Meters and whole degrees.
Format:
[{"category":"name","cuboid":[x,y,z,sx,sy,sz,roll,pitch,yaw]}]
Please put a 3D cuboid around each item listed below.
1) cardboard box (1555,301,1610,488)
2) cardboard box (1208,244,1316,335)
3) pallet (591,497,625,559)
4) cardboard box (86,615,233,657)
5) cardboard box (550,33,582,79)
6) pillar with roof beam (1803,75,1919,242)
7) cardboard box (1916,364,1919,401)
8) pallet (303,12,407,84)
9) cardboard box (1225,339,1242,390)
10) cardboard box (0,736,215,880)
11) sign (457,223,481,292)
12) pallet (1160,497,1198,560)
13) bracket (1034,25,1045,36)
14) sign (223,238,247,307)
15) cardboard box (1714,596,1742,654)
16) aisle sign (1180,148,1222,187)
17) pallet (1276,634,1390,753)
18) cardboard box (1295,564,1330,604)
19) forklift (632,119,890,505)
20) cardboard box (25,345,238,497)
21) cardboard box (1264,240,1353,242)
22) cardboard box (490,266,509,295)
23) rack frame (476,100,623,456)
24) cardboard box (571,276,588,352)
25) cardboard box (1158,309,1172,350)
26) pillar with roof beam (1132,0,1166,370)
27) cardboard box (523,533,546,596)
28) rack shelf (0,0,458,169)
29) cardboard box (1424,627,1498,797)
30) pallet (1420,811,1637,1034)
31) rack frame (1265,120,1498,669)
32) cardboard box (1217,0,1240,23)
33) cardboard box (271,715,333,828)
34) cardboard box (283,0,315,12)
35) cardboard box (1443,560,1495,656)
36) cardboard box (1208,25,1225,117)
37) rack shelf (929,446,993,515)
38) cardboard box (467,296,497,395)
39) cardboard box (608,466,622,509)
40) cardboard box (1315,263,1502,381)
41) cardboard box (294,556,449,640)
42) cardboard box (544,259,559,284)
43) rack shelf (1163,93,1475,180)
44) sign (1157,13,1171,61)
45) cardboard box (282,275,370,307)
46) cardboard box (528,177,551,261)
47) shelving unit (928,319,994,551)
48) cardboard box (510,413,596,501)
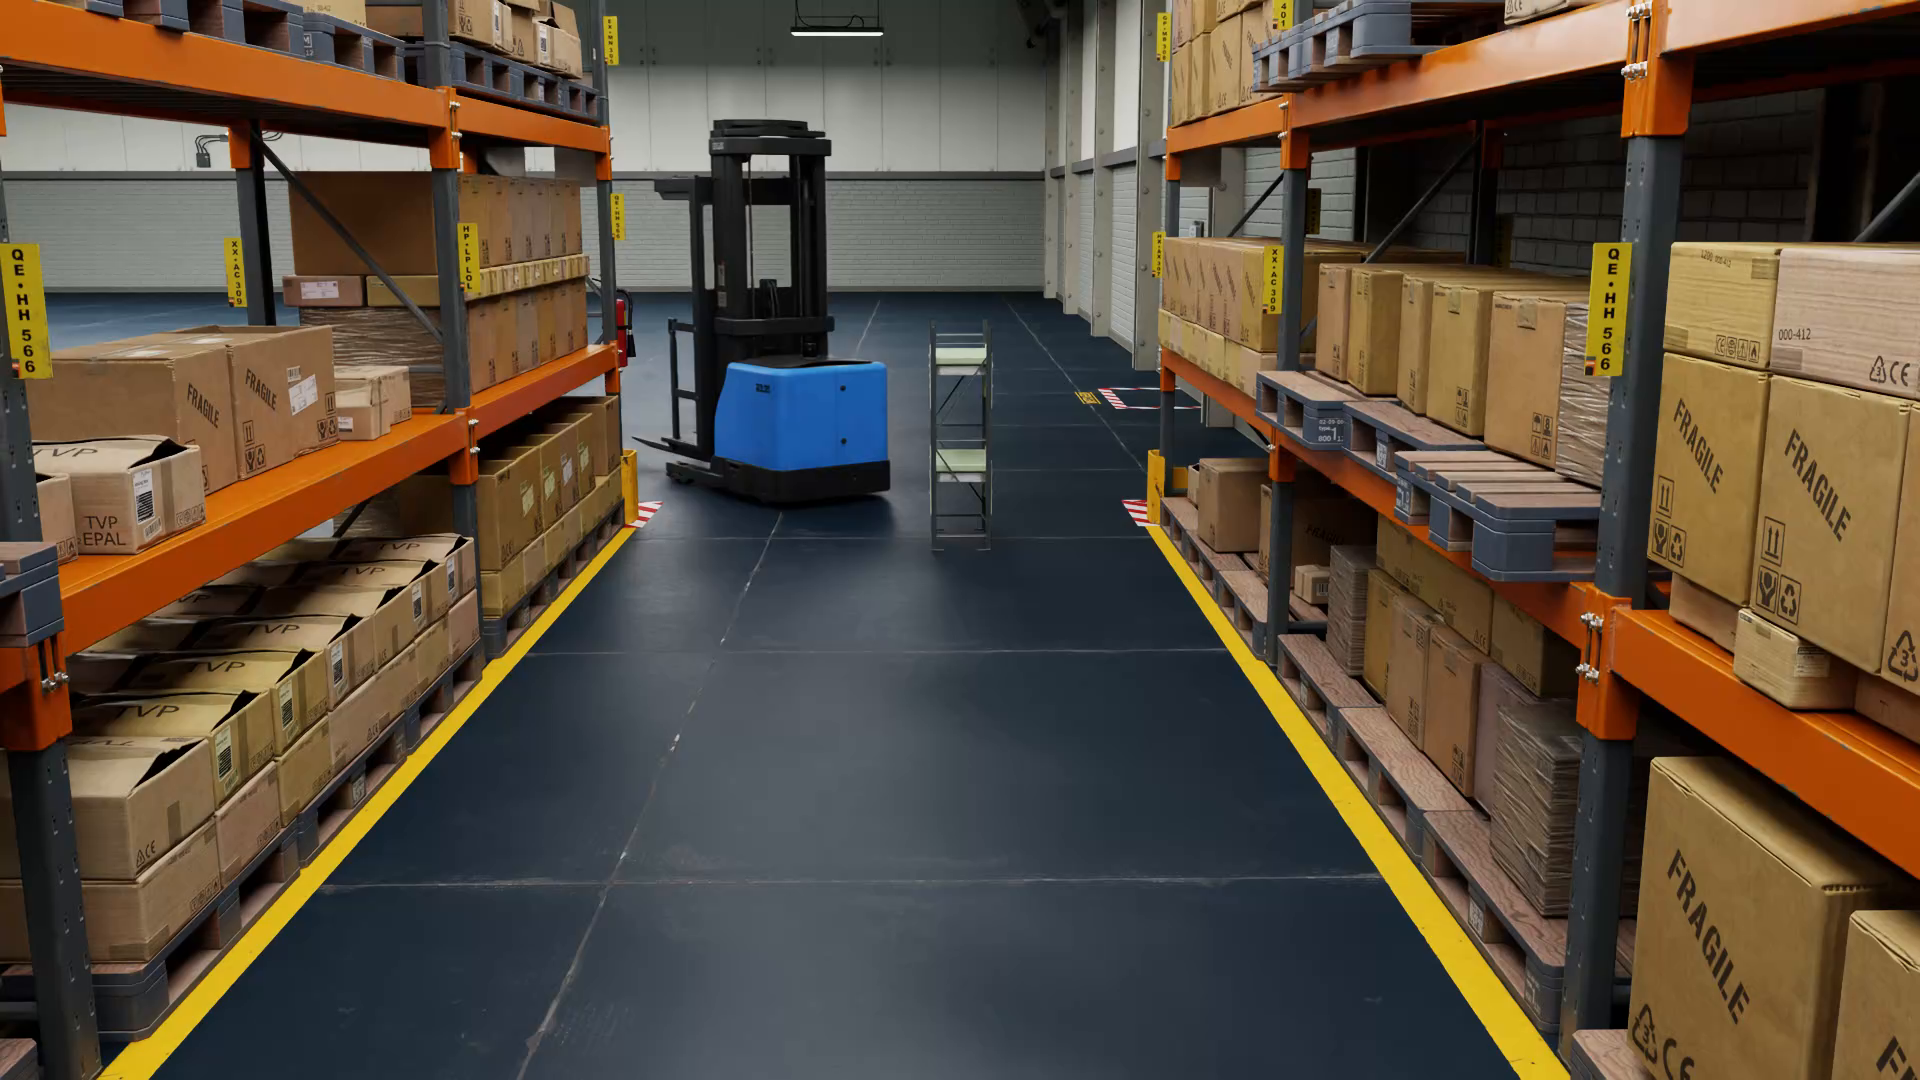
[{"category":"cardboard box","cuboid":[2.122,-0.400,4.630,0.700,0.500,0.500,-2,12,-8]},{"category":"cardboard box","cuboid":[1.724,-1.433,9.521,0.500,0.500,0.500,-1,11,-3]},{"category":"pallet","cuboid":[-2.918,-0.093,11.487,1.003,0.211,1.213,0,11,-1]},{"category":"cardboard box","cuboid":[-3.101,0.439,6.298,0.500,0.311,0.500,0,11,0]},{"category":"cardboard box","cuboid":[-2.689,-3.055,10.496,0.500,0.250,0.500,0,11,-1]},{"category":"pillar with roof beam","cuboid":[-1.324,-3.227,4.831,9.100,9.000,0.400,0,11,-1]},{"category":"cardboard box","cuboid":[1.919,-0.317,2.641,0.500,0.250,0.500,0,11,-1]},{"category":"pallet","cuboid":[-2.862,-2.017,6.895,0.805,0.209,1.217,-1,11,-3]},{"category":"cardboard box","cuboid":[1.744,-0.966,9.102,0.500,0.250,0.500,0,11,-1]},{"category":"cardboard box","cuboid":[-2.528,0.740,4.814,0.500,0.311,0.500,0,11,1]},{"category":"sign","cuboid":[-2.351,-1.349,7.952,0.100,0.325,0.005,0,11,-1]},{"category":"pallet","cuboid":[1.959,-0.089,11.468,1.003,0.211,1.213,0,11,-1]},{"category":"bracket","cuboid":[1.889,-12.081,39.420,0.235,0.232,0.430,0,11,-1]},{"category":"sign","cuboid":[-3.448,-1.277,7.932,0.100,0.325,0.005,0,11,-1]},{"category":"cardboard box","cuboid":[1.913,0.188,3.672,0.380,0.149,0.250,0,11,0]},{"category":"aisle sign","cuboid":[1.675,-2.920,11.868,0.394,0.787,0.004,0,11,-1]},{"category":"pallet","cuboid":[2.077,0.684,7.657,1.003,0.211,1.213,0,11,-1]},{"category":"cardboard box","cuboid":[2.018,0.229,8.904,0.380,0.166,0.250,-2,12,-9]},{"category":"forklift","cuboid":[-1.819,-1.947,13.785,1.130,2.935,3.031,-8,14,-35]},{"category":"cardboard box","cuboid":[-2.862,-0.404,5.753,0.500,0.500,0.500,-1,11,-4]},{"category":"cardboard box","cuboid":[2.214,-1.641,10.543,0.500,0.500,0.500,-1,11,-3]},{"category":"cardboard box","cuboid":[-2.728,-1.441,9.232,0.380,0.149,0.250,-1,11,-3]},{"category":"rack frame","cuboid":[-2.976,-1.611,11.958,1.000,3.000,0.127,0,11,-1]},{"category":"cardboard box","cuboid":[-2.979,-1.568,11.490,0.700,0.500,0.500,0,11,-1]},{"category":"cardboard box","cuboid":[1.669,-1.471,11.590,0.500,0.250,0.500,-1,11,-3]},{"category":"pillar with roof beam","cuboid":[-1.696,-6.805,22.468,9.100,9.000,0.400,0,11,-1]},{"category":"cardboard box","cuboid":[-2.605,0.133,9.221,0.500,0.250,0.500,0,11,-1]},{"category":"rack shelf","cuboid":[-2.852,-1.536,5.852,1.077,0.370,4.000,0,11,-1]},{"category":"cardboard box","cuboid":[2.142,0.623,6.126,0.700,0.500,0.500,0,11,-1]},{"category":"pallet","cuboid":[2.127,1.169,5.266,1.003,0.211,1.213,0,11,-1]},{"category":"rack frame","cuboid":[2.059,-0.837,8.143,1.000,3.000,0.127,0,11,-1]},{"category":"cardboard box","cuboid":[1.735,-3.167,9.267,0.500,0.500,0.500,-1,11,-3]},{"category":"cardboard box","cuboid":[-2.556,0.812,5.872,0.500,0.250,0.500,-1,11,-3]},{"category":"cardboard box","cuboid":[-2.876,-2.187,6.572,0.500,0.250,0.500,-1,12,-7]},{"category":"cardboard box","cuboid":[2.110,0.241,6.122,0.500,0.250,0.500,0,11,-1]},{"category":"cardboard box","cuboid":[1.756,-2.777,9.859,0.500,0.500,0.500,0,11,2]},{"category":"rack shelf","cuboid":[0.000,-0.417,11.481,0.431,0.370,0.720,0,11,-1]},{"category":"cardboard box","cuboid":[-2.926,-1.058,8.980,0.700,0.500,0.500,0,11,-2]},{"category":"cardboard box","cuboid":[-2.670,-0.364,11.670,0.500,0.250,0.500,0,11,-1]},{"category":"cardboard box","cuboid":[2.036,-1.001,7.590,0.700,0.500,0.500,0,11,-1]},{"category":"cardboard box","cuboid":[-2.581,0.233,7.314,0.500,0.311,0.500,0,11,0]},{"category":"cardboard box","cuboid":[-2.757,-1.698,10.502,0.380,0.149,0.250,0,11,1]},{"category":"rack shelf","cuboid":[2.018,-2.352,9.876,1.077,0.370,4.000,0,11,-1]},{"category":"sign","cuboid":[1.434,-3.529,11.666,0.100,0.325,0.005,0,11,-1]},{"category":"cardboard box","cuboid":[-3.113,-1.236,8.226,0.380,0.149,0.250,0,11,-1]},{"category":"cardboard box","cuboid":[-2.951,-1.988,10.300,0.700,0.500,0.500,0,11,-1]},{"category":"shelving unit","cuboid":[0.000,-0.736,11.417,0.431,1.500,0.755,0,11,-1]},{"category":"cardboard box","cuboid":[-2.632,-0.533,10.616,0.500,0.500,0.500,0,11,-1]}]
